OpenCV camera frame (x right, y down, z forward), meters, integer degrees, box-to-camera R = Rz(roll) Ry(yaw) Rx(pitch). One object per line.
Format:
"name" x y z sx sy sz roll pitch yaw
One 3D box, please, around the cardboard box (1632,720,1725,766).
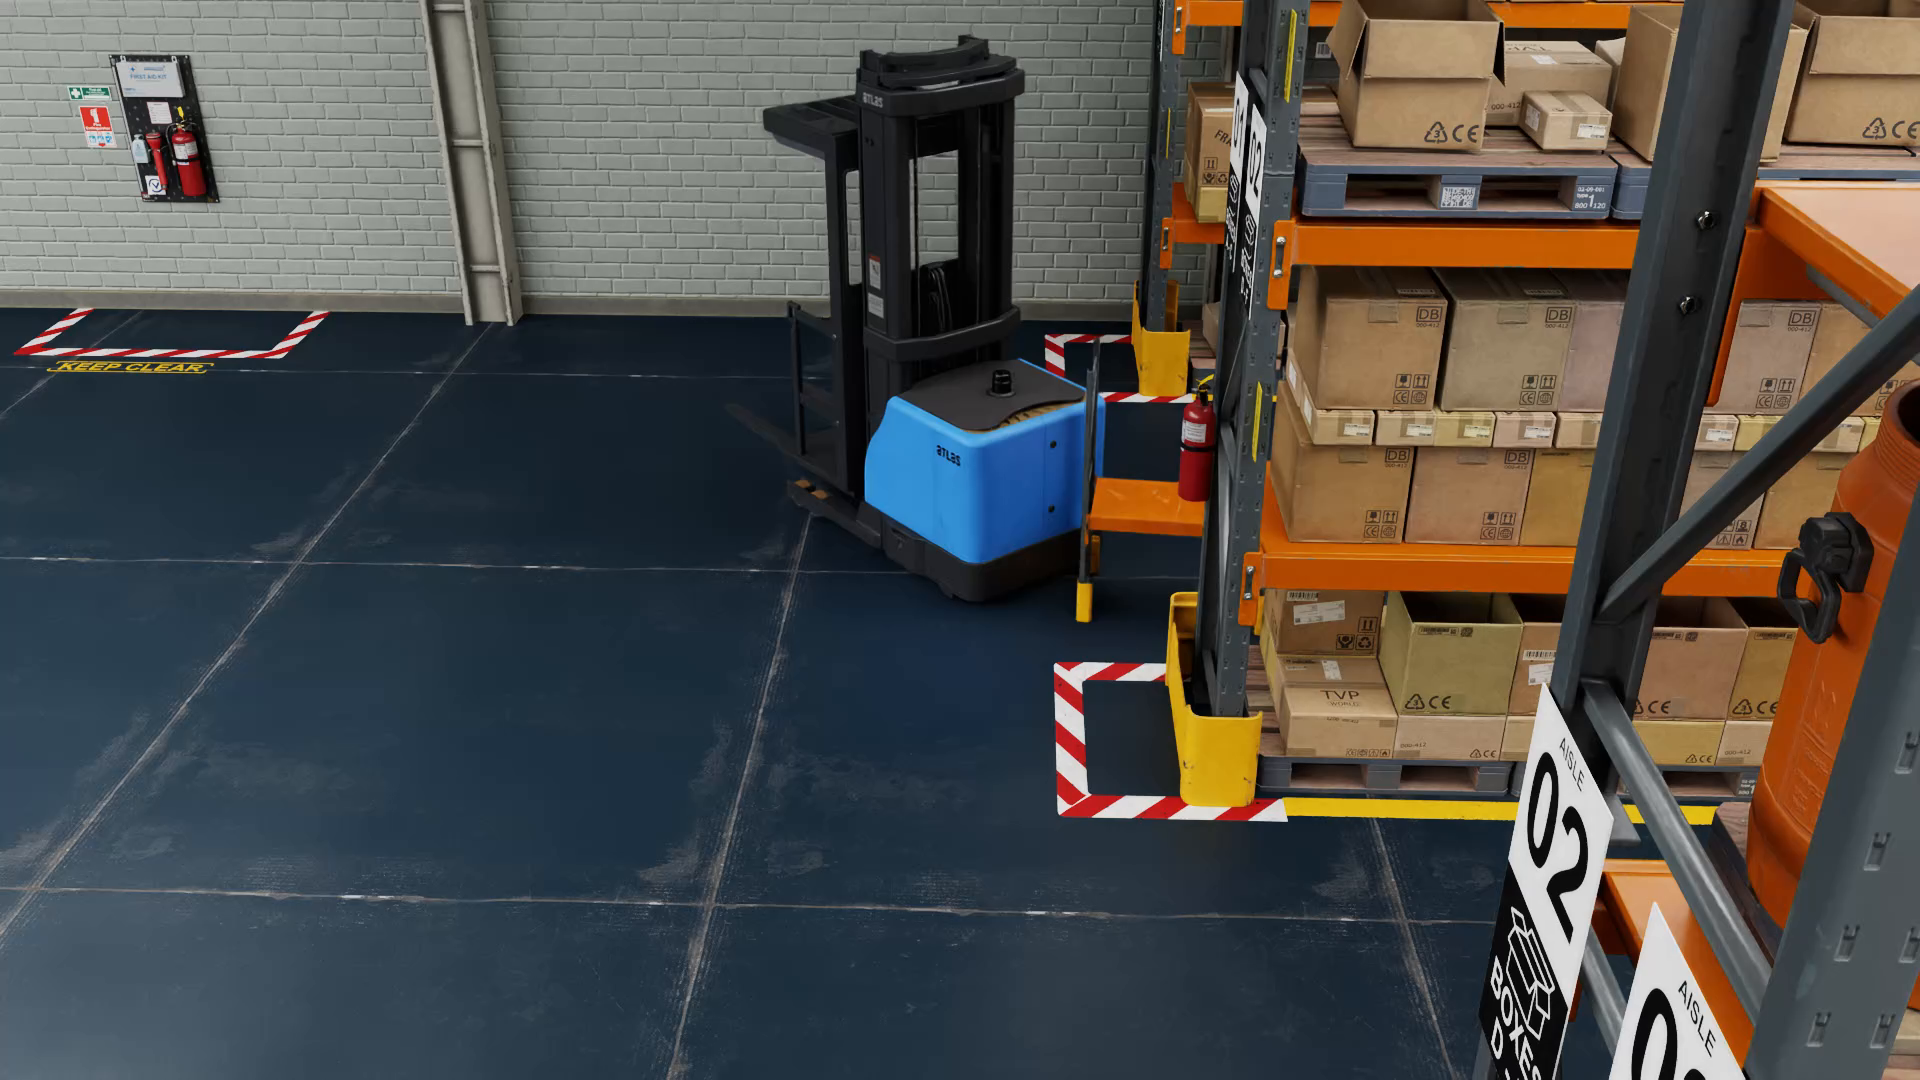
"cardboard box" 3.297 0.832 7.966 0.500 0.250 0.500 1 28 2

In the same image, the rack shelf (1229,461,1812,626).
"rack shelf" 3.268 0.015 7.788 4.000 0.370 1.077 1 28 2

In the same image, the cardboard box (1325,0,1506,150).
"cardboard box" 1.844 -1.943 6.802 0.637 0.503 0.797 3 28 5

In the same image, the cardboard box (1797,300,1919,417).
"cardboard box" 3.818 -0.908 7.269 0.500 0.500 0.700 1 28 2

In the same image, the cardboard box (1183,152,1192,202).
"cardboard box" 1.915 -2.681 12.243 0.500 0.250 0.500 1 28 3

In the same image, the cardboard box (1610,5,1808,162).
"cardboard box" 2.920 -1.798 6.531 0.500 0.500 0.500 1 28 2

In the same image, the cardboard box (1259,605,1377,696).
"cardboard box" 1.816 0.564 8.471 0.500 0.250 0.500 1 28 2

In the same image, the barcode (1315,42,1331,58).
"barcode" 1.588 -2.139 7.260 0.075 0.075 0.001 1 28 2

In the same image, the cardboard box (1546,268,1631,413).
"cardboard box" 2.818 -0.925 7.300 0.500 0.500 0.700 1 28 2

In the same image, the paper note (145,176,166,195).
"paper note" -6.468 -2.852 13.368 0.142 0.148 0.016 1 28 2

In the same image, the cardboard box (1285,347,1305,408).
"cardboard box" 1.658 -0.750 7.663 0.250 0.149 0.380 0 28 1

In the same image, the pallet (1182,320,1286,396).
"pallet" 2.327 -1.392 12.650 1.213 0.211 1.003 1 28 2

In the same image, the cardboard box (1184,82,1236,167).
"cardboard box" 1.919 -3.021 12.084 0.500 0.500 0.500 1 28 1

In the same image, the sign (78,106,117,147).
"sign" -6.843 -3.279 13.196 0.234 0.329 0.001 1 28 2

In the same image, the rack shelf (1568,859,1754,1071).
"rack shelf" 3.090 1.008 2.712 4.000 0.370 1.077 1 28 2

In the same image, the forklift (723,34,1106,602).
"forklift" -0.450 -1.570 10.082 1.130 2.935 3.031 -20 34 -33

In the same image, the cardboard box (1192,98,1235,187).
"cardboard box" 1.907 -2.780 11.630 0.500 0.500 0.500 1 28 2

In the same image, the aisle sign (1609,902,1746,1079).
"aisle sign" 1.009 0.970 2.443 0.004 0.787 0.394 1 28 2

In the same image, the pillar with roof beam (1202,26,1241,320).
"pillar with roof beam" 2.019 -3.684 7.591 0.400 9.000 9.100 1 28 2

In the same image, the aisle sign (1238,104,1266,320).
"aisle sign" 1.193 -1.343 6.804 0.004 0.787 0.394 1 28 2

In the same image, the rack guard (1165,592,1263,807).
"rack guard" 1.246 0.768 8.268 0.348 0.500 1.175 1 28 2

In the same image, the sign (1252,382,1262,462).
"sign" 1.244 -0.494 6.970 0.005 0.325 0.100 1 28 2

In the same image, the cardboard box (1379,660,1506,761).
"cardboard box" 2.298 0.813 8.002 0.500 0.250 0.500 1 28 2

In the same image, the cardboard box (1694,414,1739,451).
"cardboard box" 3.190 -0.534 7.255 0.250 0.149 0.380 1 28 2

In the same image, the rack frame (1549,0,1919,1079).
"rack frame" 1.091 -0.668 1.903 0.127 3.000 1.000 1 28 2

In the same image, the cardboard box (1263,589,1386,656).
"cardboard box" 1.816 0.231 8.298 0.500 0.500 0.500 1 28 2

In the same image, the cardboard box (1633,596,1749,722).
"cardboard box" 3.297 0.501 7.789 0.500 0.500 0.500 1 28 2

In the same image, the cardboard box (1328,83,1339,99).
"cardboard box" 2.939 -3.001 12.047 0.500 0.500 0.500 0 28 0

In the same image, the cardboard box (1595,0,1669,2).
"cardboard box" 4.420 -3.874 11.025 0.500 0.500 0.500 -1 28 -3

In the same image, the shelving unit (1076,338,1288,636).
"shelving unit" 1.231 -0.298 9.212 1.083 1.500 0.587 4 28 8

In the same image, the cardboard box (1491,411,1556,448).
"cardboard box" 2.420 -0.547 7.279 0.250 0.149 0.380 1 28 1

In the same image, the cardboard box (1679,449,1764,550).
"cardboard box" 3.283 -0.342 7.587 0.500 0.500 0.700 2 28 3

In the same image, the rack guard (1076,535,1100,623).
"rack guard" 0.738 0.219 9.570 0.087 0.250 0.587 4 28 8

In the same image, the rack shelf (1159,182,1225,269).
"rack shelf" 3.440 -2.304 12.162 4.000 0.370 1.077 1 28 2

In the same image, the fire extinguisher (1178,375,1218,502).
"fire extinguisher" 1.168 -0.521 8.114 0.183 0.674 0.296 1 28 2

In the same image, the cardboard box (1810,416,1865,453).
"cardboard box" 3.719 -0.527 7.242 0.250 0.149 0.380 2 28 3

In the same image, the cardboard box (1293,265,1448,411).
"cardboard box" 1.789 -0.939 7.327 0.500 0.500 0.700 1 28 2

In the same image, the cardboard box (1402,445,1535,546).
"cardboard box" 2.261 -0.360 7.620 0.500 0.500 0.700 2 28 3

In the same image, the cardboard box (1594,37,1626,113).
"cardboard box" 2.986 -1.965 7.048 0.500 0.311 0.500 4 28 8

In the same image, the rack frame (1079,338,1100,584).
"rack frame" 0.719 -0.334 9.279 0.032 1.500 0.500 4 28 8

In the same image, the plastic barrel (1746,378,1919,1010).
"plastic barrel" 1.581 0.230 2.504 0.708 0.830 0.600 1 28 2

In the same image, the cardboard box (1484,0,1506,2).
"cardboard box" 3.357 -3.880 11.035 0.500 0.500 0.500 3 28 5

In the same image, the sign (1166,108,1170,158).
"sign" 1.422 -2.783 11.374 0.005 0.325 0.100 1 28 2

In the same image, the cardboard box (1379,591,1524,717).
"cardboard box" 2.298 0.482 7.825 0.500 0.500 0.500 1 28 2

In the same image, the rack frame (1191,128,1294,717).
"rack frame" 1.270 -0.336 7.682 0.127 3.000 1.000 1 28 2

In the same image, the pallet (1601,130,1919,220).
"pallet" 3.198 -1.580 6.919 1.213 0.211 1.003 1 28 2

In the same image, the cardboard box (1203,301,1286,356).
"cardboard box" 2.129 -1.608 12.481 0.500 0.311 0.500 -2 28 -4

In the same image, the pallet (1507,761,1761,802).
"pallet" 3.252 0.910 8.307 1.213 0.211 1.003 1 28 2

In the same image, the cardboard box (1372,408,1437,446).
"cardboard box" 1.918 -0.557 7.298 0.250 0.149 0.380 0 28 0
